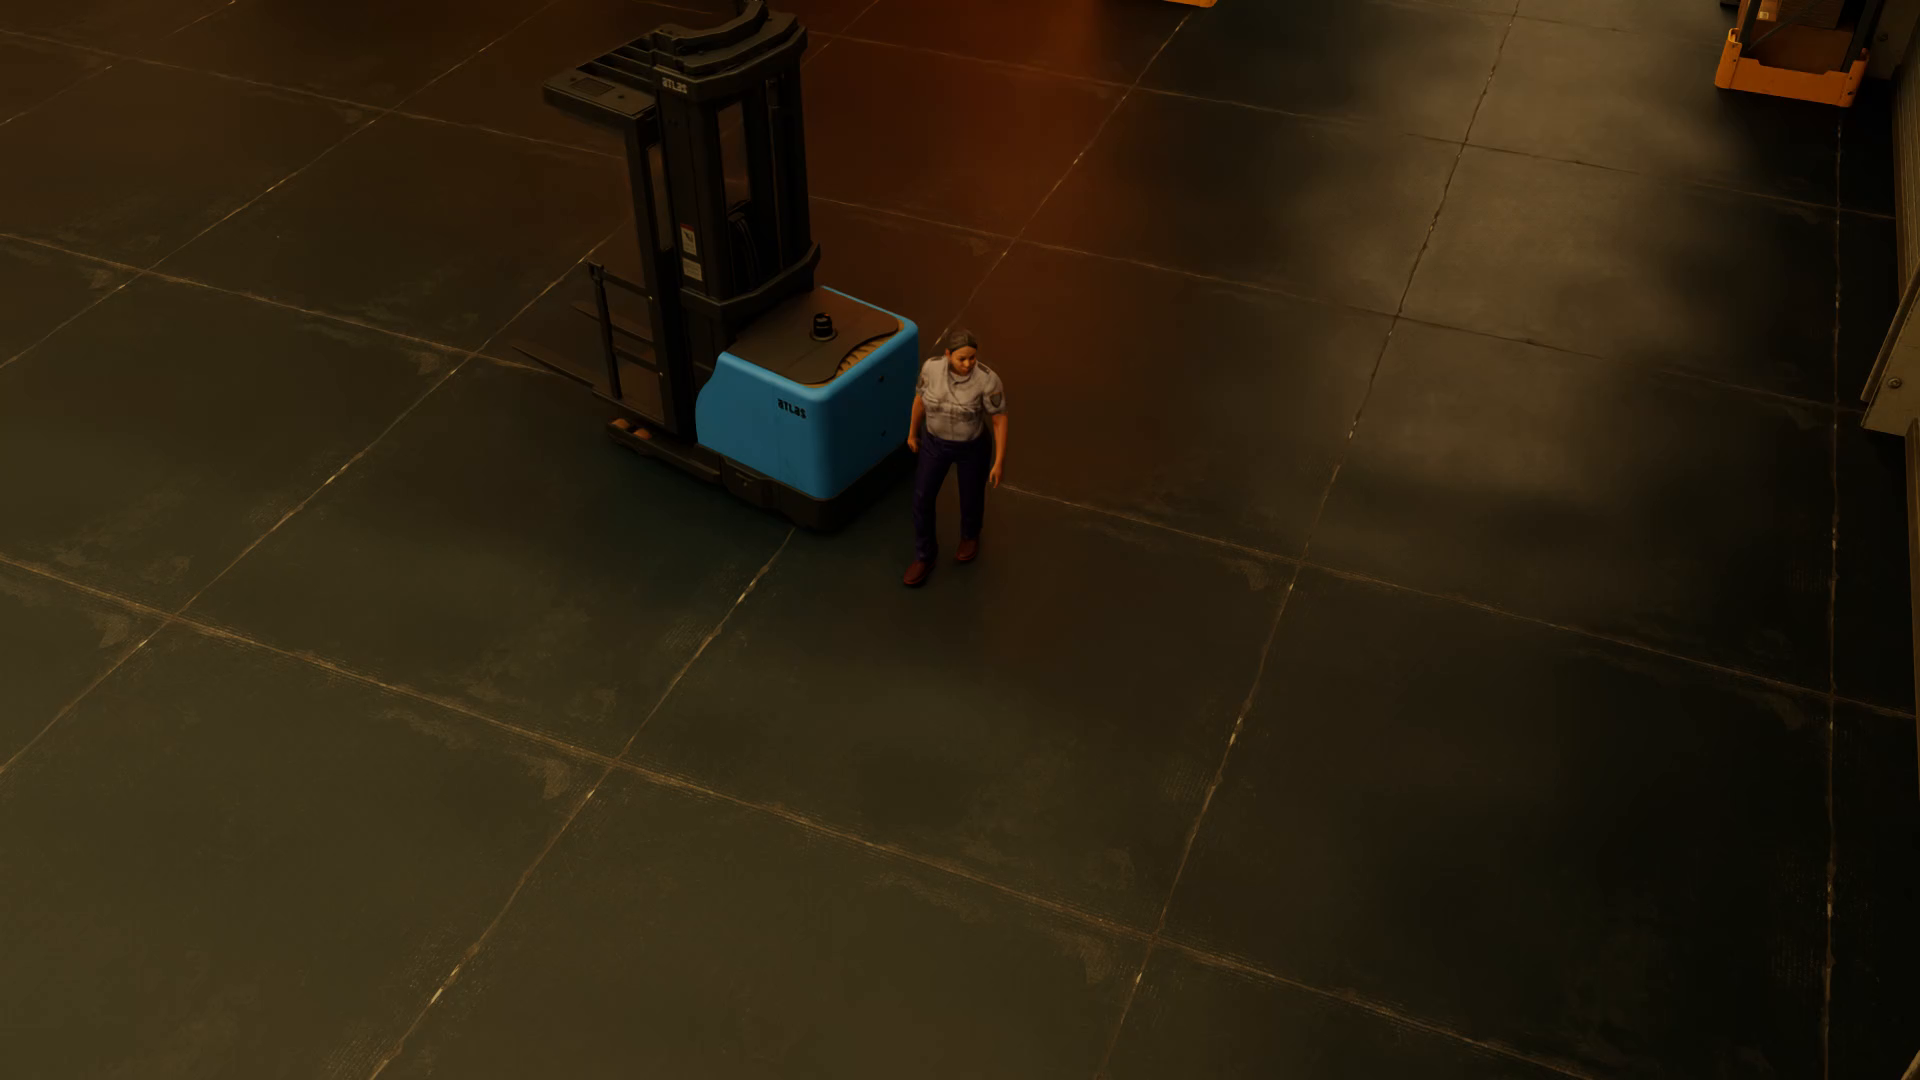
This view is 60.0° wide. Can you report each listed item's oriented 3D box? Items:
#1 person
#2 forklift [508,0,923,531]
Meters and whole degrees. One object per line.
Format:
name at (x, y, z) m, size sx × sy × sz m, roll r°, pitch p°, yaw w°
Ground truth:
person at (-0.035, -0.484, 9.605) m, size 0.630 × 1.628 × 0.625 m, roll 10°, pitch 41°, yaw 11°
forklift at (-1.732, -1.939, 10.322) m, size 3.031 × 2.935 × 1.130 m, roll 25°, pitch 46°, yaw 27°
